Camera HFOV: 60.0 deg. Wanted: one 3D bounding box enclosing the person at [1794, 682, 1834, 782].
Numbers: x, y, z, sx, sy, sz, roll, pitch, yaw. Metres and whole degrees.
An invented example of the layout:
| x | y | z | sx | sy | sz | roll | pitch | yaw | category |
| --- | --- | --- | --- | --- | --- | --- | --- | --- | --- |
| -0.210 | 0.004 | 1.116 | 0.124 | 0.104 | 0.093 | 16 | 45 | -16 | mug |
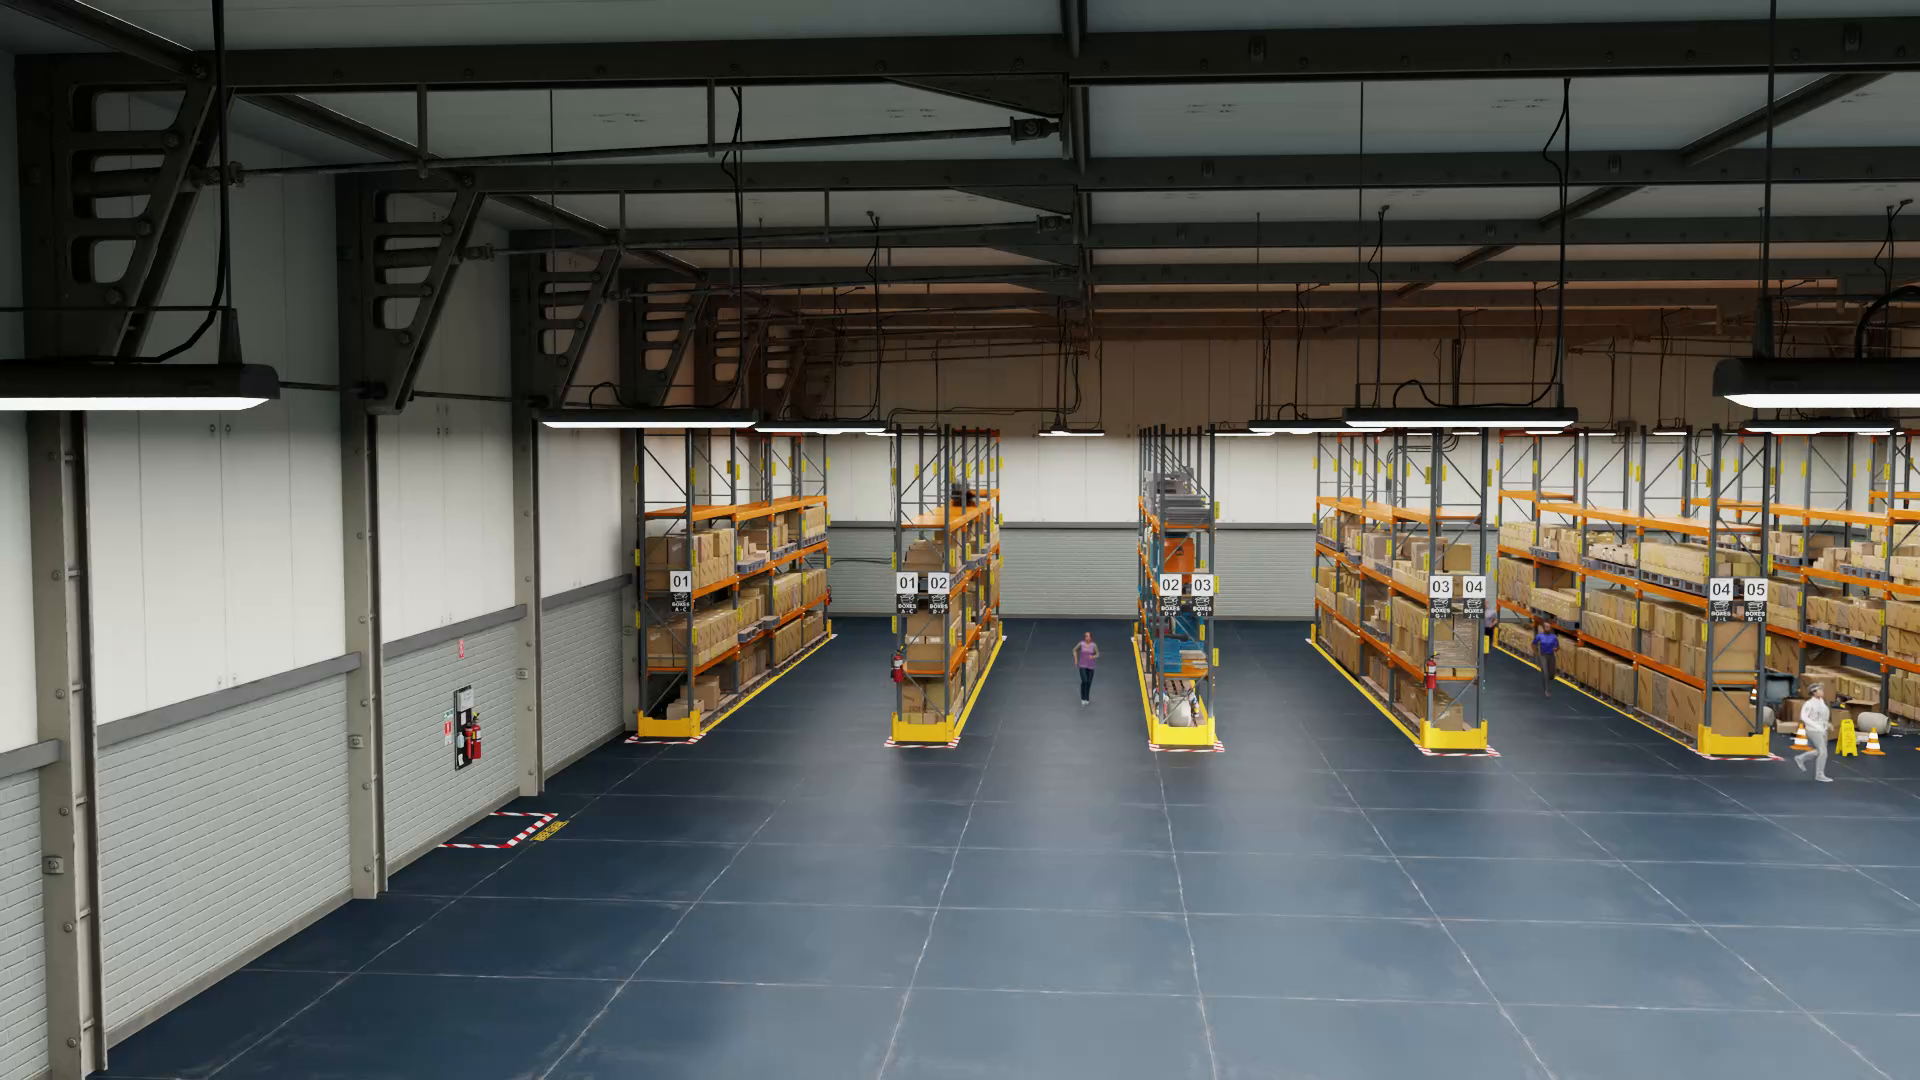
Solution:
| x | y | z | sx | sy | sz | roll | pitch | yaw | category |
| --- | --- | --- | --- | --- | --- | --- | --- | --- | --- |
| 14.297 | 3.195 | 27.868 | 0.634 | 1.660 | 0.683 | -2 | 4 | -35 | person |

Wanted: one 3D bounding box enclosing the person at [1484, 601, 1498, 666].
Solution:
| x | y | z | sx | sy | sz | roll | pitch | yaw | category |
| --- | --- | --- | --- | --- | --- | --- | --- | --- | --- |
| 13.359 | 2.354 | 42.285 | 0.601 | 1.638 | 0.757 | 1 | 4 | 13 | person |

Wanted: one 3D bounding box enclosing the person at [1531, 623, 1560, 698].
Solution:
| x | y | z | sx | sy | sz | roll | pitch | yaw | category |
| --- | --- | --- | --- | --- | --- | --- | --- | --- | --- |
| 13.046 | 2.653 | 37.015 | 0.587 | 1.615 | 0.871 | 0 | 3 | 3 | person |

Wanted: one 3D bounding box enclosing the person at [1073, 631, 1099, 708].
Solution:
| x | y | z | sx | sy | sz | roll | pitch | yaw | category |
| --- | --- | --- | --- | --- | --- | --- | --- | --- | --- |
| 2.711 | 2.757 | 35.541 | 0.515 | 1.622 | 0.663 | 0 | 4 | -8 | person |

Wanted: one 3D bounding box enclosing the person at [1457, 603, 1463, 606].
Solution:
| x | y | z | sx | sy | sz | roll | pitch | yaw | category |
| --- | --- | --- | --- | --- | --- | --- | --- | --- | --- |
| 13.548 | 2.123 | 45.483 | 0.675 | 1.650 | 0.879 | 1 | 4 | 14 | person |
